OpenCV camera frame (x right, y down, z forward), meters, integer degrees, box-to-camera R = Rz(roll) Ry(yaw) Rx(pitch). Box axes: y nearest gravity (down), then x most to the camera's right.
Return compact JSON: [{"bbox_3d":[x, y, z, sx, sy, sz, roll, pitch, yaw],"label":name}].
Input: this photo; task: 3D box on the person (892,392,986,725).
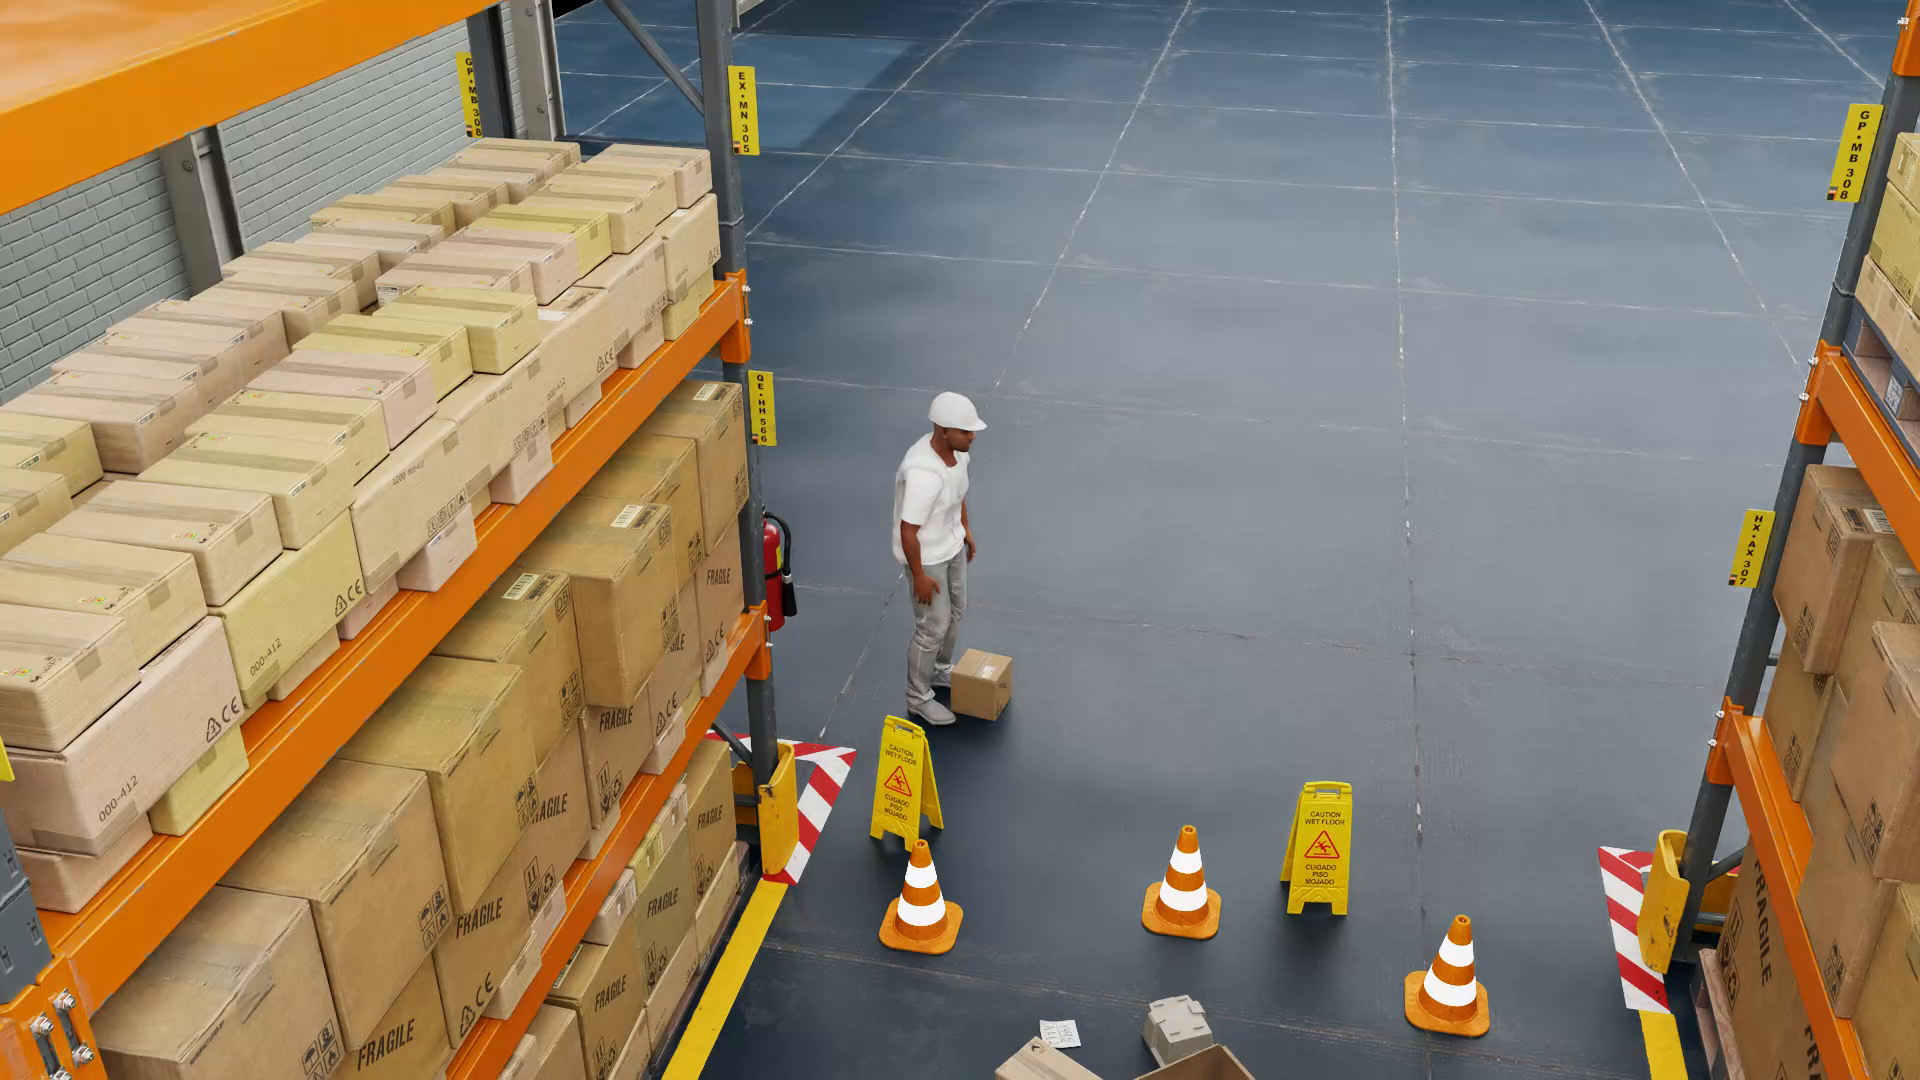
[{"bbox_3d":[-0.098,0.064,8.484,0.458,1.761,0.626,12,31,21],"label":"person"}]
